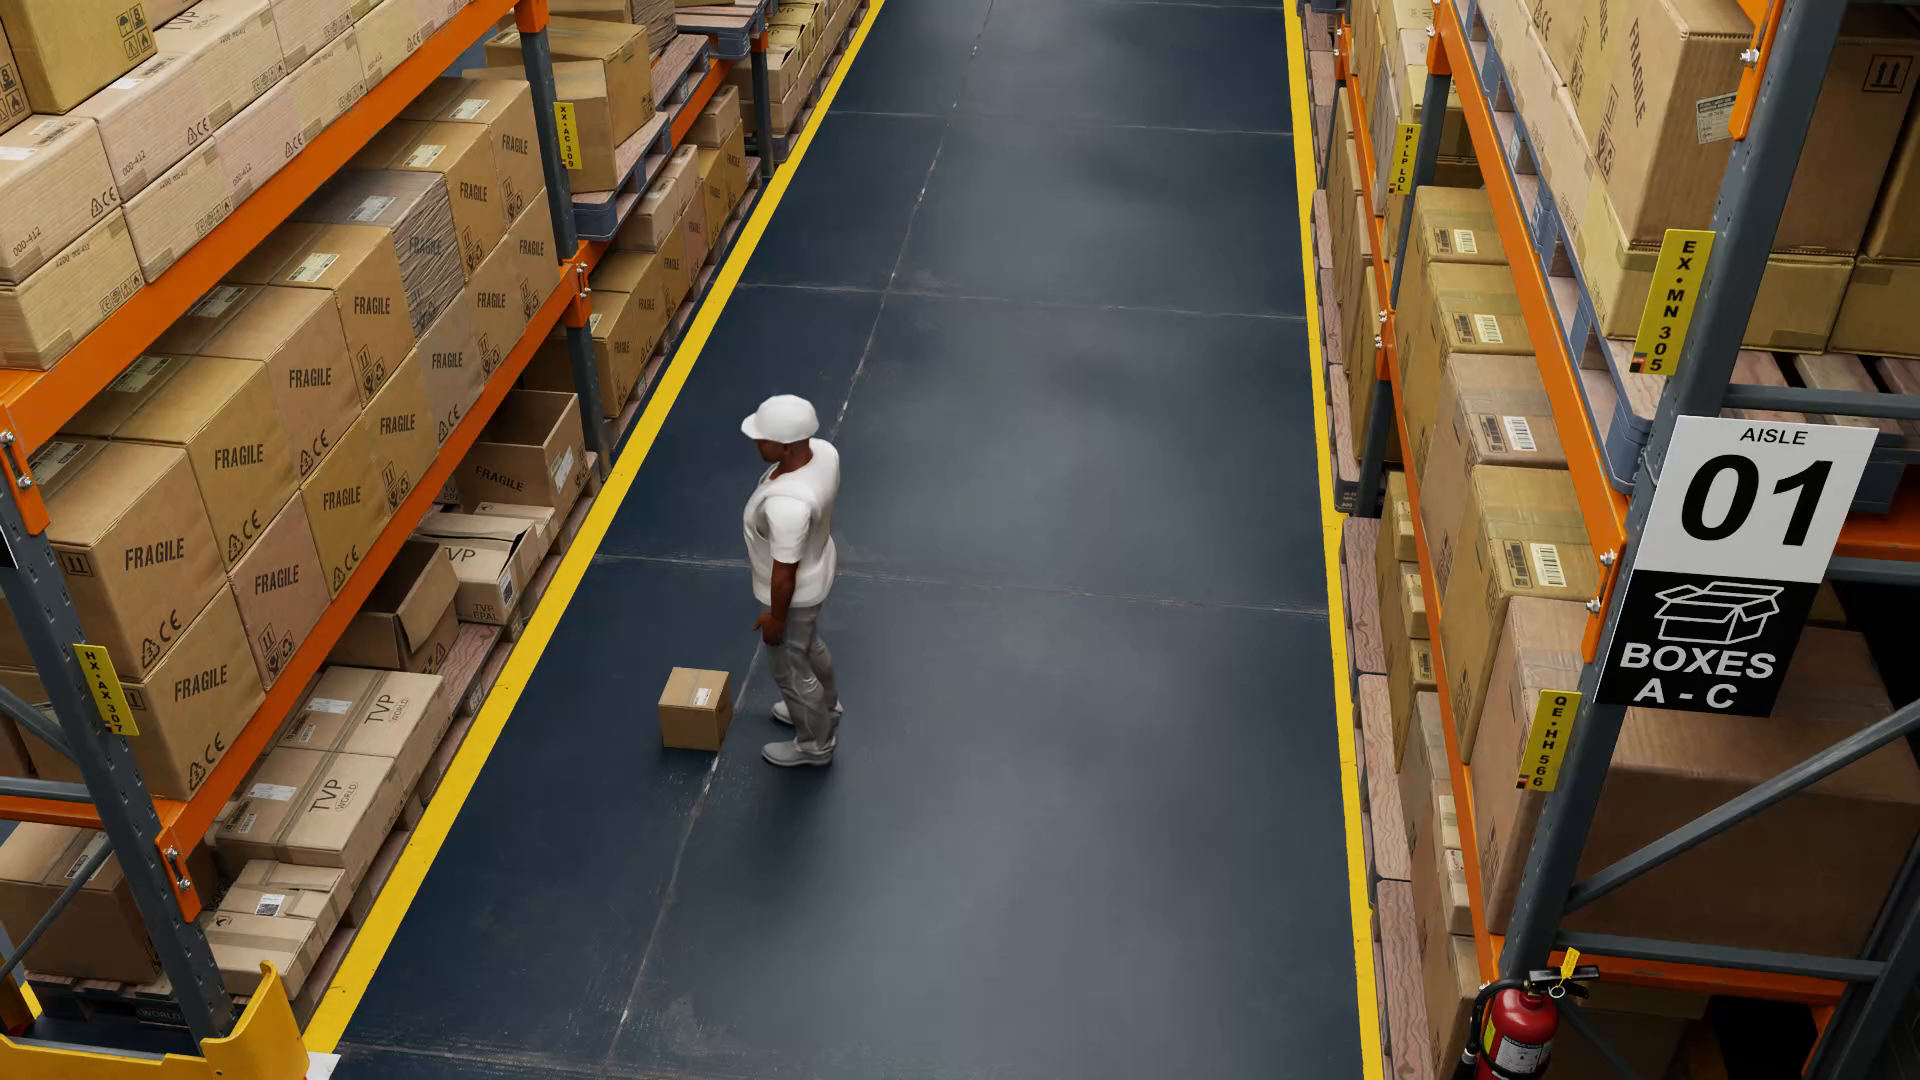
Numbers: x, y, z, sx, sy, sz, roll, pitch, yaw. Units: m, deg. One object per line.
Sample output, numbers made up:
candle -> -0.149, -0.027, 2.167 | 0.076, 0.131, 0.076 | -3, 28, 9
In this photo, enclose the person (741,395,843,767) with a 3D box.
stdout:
person -> -0.680, 0.174, 6.783 | 0.369, 1.762, 0.563 | 5, 36, 7
